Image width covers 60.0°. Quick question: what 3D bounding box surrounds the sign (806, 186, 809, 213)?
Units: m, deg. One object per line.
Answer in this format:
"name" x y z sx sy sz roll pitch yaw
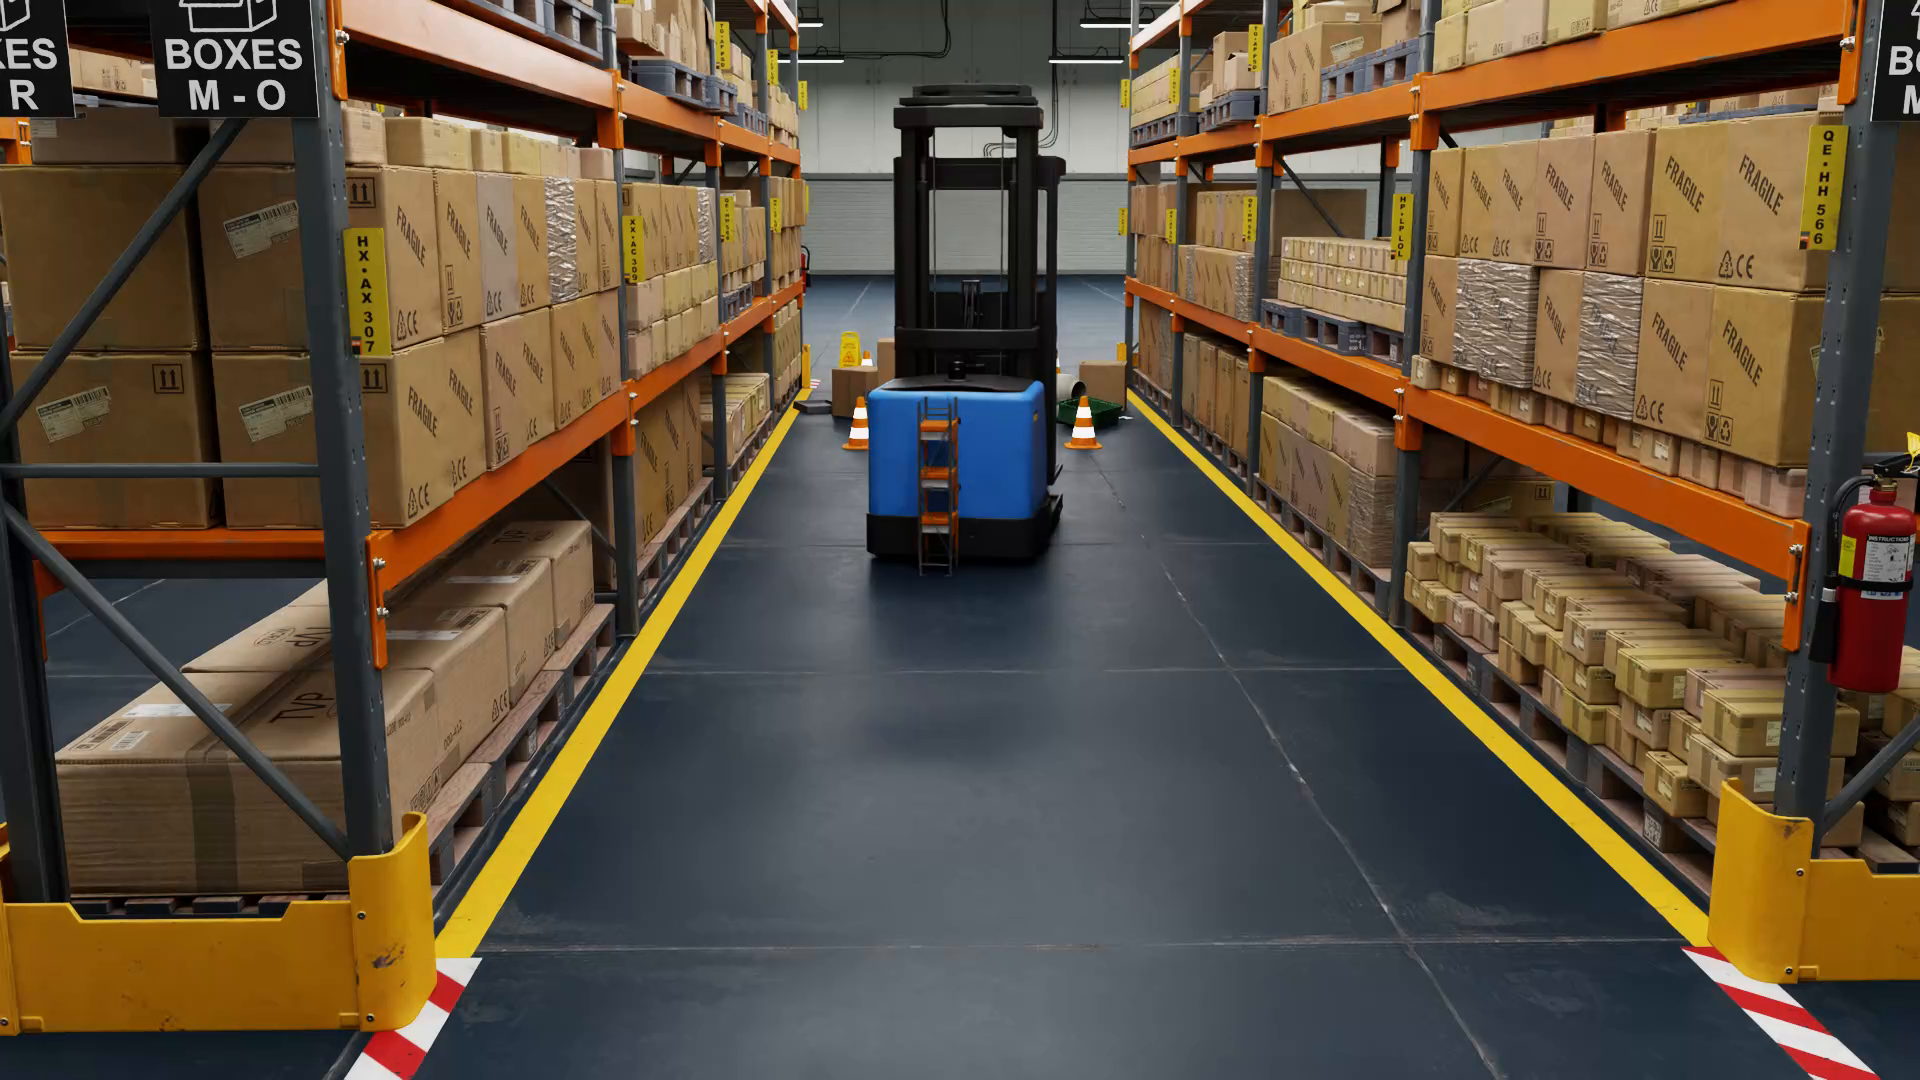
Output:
"sign" -1.860 -4.077 19.905 0.100 0.325 0.005 0 11 -1

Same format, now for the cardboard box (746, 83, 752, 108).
"cardboard box" -2.176 -4.048 15.246 0.500 0.250 0.500 0 11 -2

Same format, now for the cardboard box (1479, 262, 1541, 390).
"cardboard box" 2.529 -0.908 6.992 0.500 0.500 0.500 0 11 -2

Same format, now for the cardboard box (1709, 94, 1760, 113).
"cardboard box" 7.486 -4.235 15.528 0.797 0.503 0.637 -1 11 -4

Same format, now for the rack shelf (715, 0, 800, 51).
"rack shelf" -2.374 -5.545 17.575 1.077 0.370 4.000 0 11 -1

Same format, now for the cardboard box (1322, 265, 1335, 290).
"cardboard box" 2.534 -1.682 10.635 0.380 0.149 0.250 0 11 -2

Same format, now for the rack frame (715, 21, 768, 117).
"rack frame" -2.333 -5.502 15.544 1.000 3.000 0.127 0 11 -1

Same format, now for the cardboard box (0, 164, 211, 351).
"cardboard box" -2.333 -0.810 4.741 0.500 0.500 0.500 0 11 1

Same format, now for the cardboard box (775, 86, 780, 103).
"cardboard box" -2.023 -4.520 16.874 0.380 0.149 0.250 0 11 -2

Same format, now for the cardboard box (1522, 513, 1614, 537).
"cardboard box" 3.047 -0.042 8.340 0.380 0.149 0.250 0 11 0

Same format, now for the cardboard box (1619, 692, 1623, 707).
"cardboard box" 2.650 0.568 6.080 0.380 0.149 0.250 0 11 -2

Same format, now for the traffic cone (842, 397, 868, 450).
"traffic cone" -0.908 -1.077 15.206 0.336 0.463 0.334 0 11 -1

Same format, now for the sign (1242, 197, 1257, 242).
"sign" 2.142 -2.371 12.291 0.100 0.325 0.005 0 11 -1

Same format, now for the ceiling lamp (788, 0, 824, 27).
"ceiling lamp" -3.868 -12.398 34.857 2.000 3.185 0.800 0 11 -1

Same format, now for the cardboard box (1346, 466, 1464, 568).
"cardboard box" 2.512 -0.138 9.428 0.500 0.500 0.500 0 11 -2

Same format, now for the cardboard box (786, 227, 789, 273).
"cardboard box" -2.125 -3.145 18.016 0.500 0.500 0.500 0 11 0

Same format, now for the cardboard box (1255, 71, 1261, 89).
"cardboard box" 2.464 -3.535 12.676 0.380 0.166 0.250 0 11 -1

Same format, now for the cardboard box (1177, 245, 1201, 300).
"cardboard box" 2.356 -2.545 15.809 0.500 0.500 0.500 0 11 -1

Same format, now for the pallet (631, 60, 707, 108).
"pallet" -2.158 -2.794 10.216 1.003 0.211 1.213 0 11 1

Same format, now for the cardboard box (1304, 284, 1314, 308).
"cardboard box" 2.523 -1.639 11.169 0.380 0.149 0.250 0 11 1

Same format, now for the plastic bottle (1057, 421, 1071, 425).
"plastic bottle" 1.099 -1.210 16.872 0.133 0.061 0.283 -7 13 -30

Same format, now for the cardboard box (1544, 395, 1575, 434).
"cardboard box" 2.586 -0.516 6.691 0.380 0.149 0.250 0 11 1

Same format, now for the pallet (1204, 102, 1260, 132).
"pallet" 2.604 -3.534 13.866 1.003 0.211 1.213 0 11 1

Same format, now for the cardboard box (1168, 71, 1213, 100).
"cardboard box" 2.347 -4.496 16.452 0.500 0.250 0.500 0 11 -2

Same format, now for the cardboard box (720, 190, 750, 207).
"cardboard box" -2.041 -2.998 14.604 0.380 0.149 0.250 -1 11 -4

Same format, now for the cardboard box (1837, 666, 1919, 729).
"cardboard box" 3.065 0.523 5.552 0.380 0.149 0.250 0 11 0

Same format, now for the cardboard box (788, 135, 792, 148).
"cardboard box" -2.119 -4.531 18.938 0.380 0.149 0.250 0 11 1

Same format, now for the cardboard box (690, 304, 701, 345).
"cardboard box" -1.960 -1.392 10.752 0.500 0.250 0.500 0 11 -2

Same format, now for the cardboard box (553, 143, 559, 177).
"cardboard box" -1.928 -1.615 7.080 0.380 0.149 0.250 0 11 -2

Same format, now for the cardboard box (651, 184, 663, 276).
"cardboard box" -1.928 -1.700 9.127 0.500 0.500 0.500 0 11 -1

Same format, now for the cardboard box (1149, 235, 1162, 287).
"cardboard box" 2.556 -3.071 18.273 0.875 0.550 0.500 0 11 -1

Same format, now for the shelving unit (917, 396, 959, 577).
"shelving unit" -0.131 -0.322 9.989 0.215 1.050 0.252 2 13 8

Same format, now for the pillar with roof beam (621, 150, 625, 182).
"pillar with roof beam" -4.457 -10.922 42.262 9.100 9.000 0.548 0 11 -1

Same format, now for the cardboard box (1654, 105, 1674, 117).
"cardboard box" 7.273 -4.360 16.838 0.380 0.149 0.250 -1 11 -4

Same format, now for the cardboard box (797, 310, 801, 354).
"cardboard box" -2.138 -2.424 19.437 0.500 0.500 0.500 0 11 -1

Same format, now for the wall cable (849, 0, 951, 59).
"wall cable" -1.825 -15.894 50.438 3.097 2.526 0.112 0 11 -1

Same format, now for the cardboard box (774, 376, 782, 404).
"cardboard box" -2.075 -1.538 16.956 0.500 0.250 0.500 -1 11 -4

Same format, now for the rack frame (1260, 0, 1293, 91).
"rack frame" 2.696 -4.747 11.824 1.000 3.000 0.127 0 11 -1

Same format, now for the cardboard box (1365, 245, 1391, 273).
"cardboard box" 2.560 -1.622 9.588 0.380 0.149 0.250 0 11 -1

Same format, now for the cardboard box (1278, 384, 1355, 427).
"cardboard box" 2.479 -0.916 11.375 0.500 0.250 0.500 0 11 -2

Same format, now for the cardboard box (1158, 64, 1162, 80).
"cardboard box" 2.266 -4.867 17.280 0.380 0.149 0.250 0 11 -1

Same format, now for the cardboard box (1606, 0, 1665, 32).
"cardboard box" 2.573 -1.902 5.725 0.500 0.250 0.500 0 11 1

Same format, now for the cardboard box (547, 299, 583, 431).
"cardboard box" -1.861 -0.727 6.846 0.500 0.500 0.500 0 11 -2

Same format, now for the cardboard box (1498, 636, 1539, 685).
"cardboard box" 2.533 0.511 7.109 0.380 0.149 0.250 -1 11 -3

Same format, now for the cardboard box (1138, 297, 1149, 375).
"cardboard box" 2.611 -2.427 19.765 0.875 0.875 0.875 0 11 -1

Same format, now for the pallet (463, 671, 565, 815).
"pallet" -2.202 0.790 6.634 1.003 0.211 1.213 0 11 -1

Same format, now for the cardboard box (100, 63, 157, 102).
"cardboard box" -7.021 -3.926 14.239 0.500 0.311 0.500 -1 11 -3

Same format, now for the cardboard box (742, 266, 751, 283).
"cardboard box" -2.040 -2.340 14.625 0.380 0.149 0.250 0 11 -1

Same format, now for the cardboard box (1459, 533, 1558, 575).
"cardboard box" 2.580 0.063 7.824 0.380 0.149 0.250 0 11 -2

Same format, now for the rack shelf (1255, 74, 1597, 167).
"rack shelf" 2.738 -2.527 10.234 1.077 0.370 4.000 0 11 -1

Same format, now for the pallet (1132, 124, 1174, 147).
"pallet" 2.557 -4.676 19.243 1.003 0.211 1.213 0 11 -1

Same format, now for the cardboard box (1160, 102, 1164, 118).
"cardboard box" 2.269 -4.427 17.116 0.380 0.149 0.250 0 11 -1

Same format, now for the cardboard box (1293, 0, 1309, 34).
"cardboard box" 2.440 -3.517 11.129 0.396 0.266 0.258 0 11 -1

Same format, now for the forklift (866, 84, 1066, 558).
"forklift" 0.139 -1.566 11.409 1.130 2.935 3.031 2 12 8

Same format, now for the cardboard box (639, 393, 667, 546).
"cardboard box" -2.287 -0.438 9.962 0.875 0.875 0.875 0 11 0
